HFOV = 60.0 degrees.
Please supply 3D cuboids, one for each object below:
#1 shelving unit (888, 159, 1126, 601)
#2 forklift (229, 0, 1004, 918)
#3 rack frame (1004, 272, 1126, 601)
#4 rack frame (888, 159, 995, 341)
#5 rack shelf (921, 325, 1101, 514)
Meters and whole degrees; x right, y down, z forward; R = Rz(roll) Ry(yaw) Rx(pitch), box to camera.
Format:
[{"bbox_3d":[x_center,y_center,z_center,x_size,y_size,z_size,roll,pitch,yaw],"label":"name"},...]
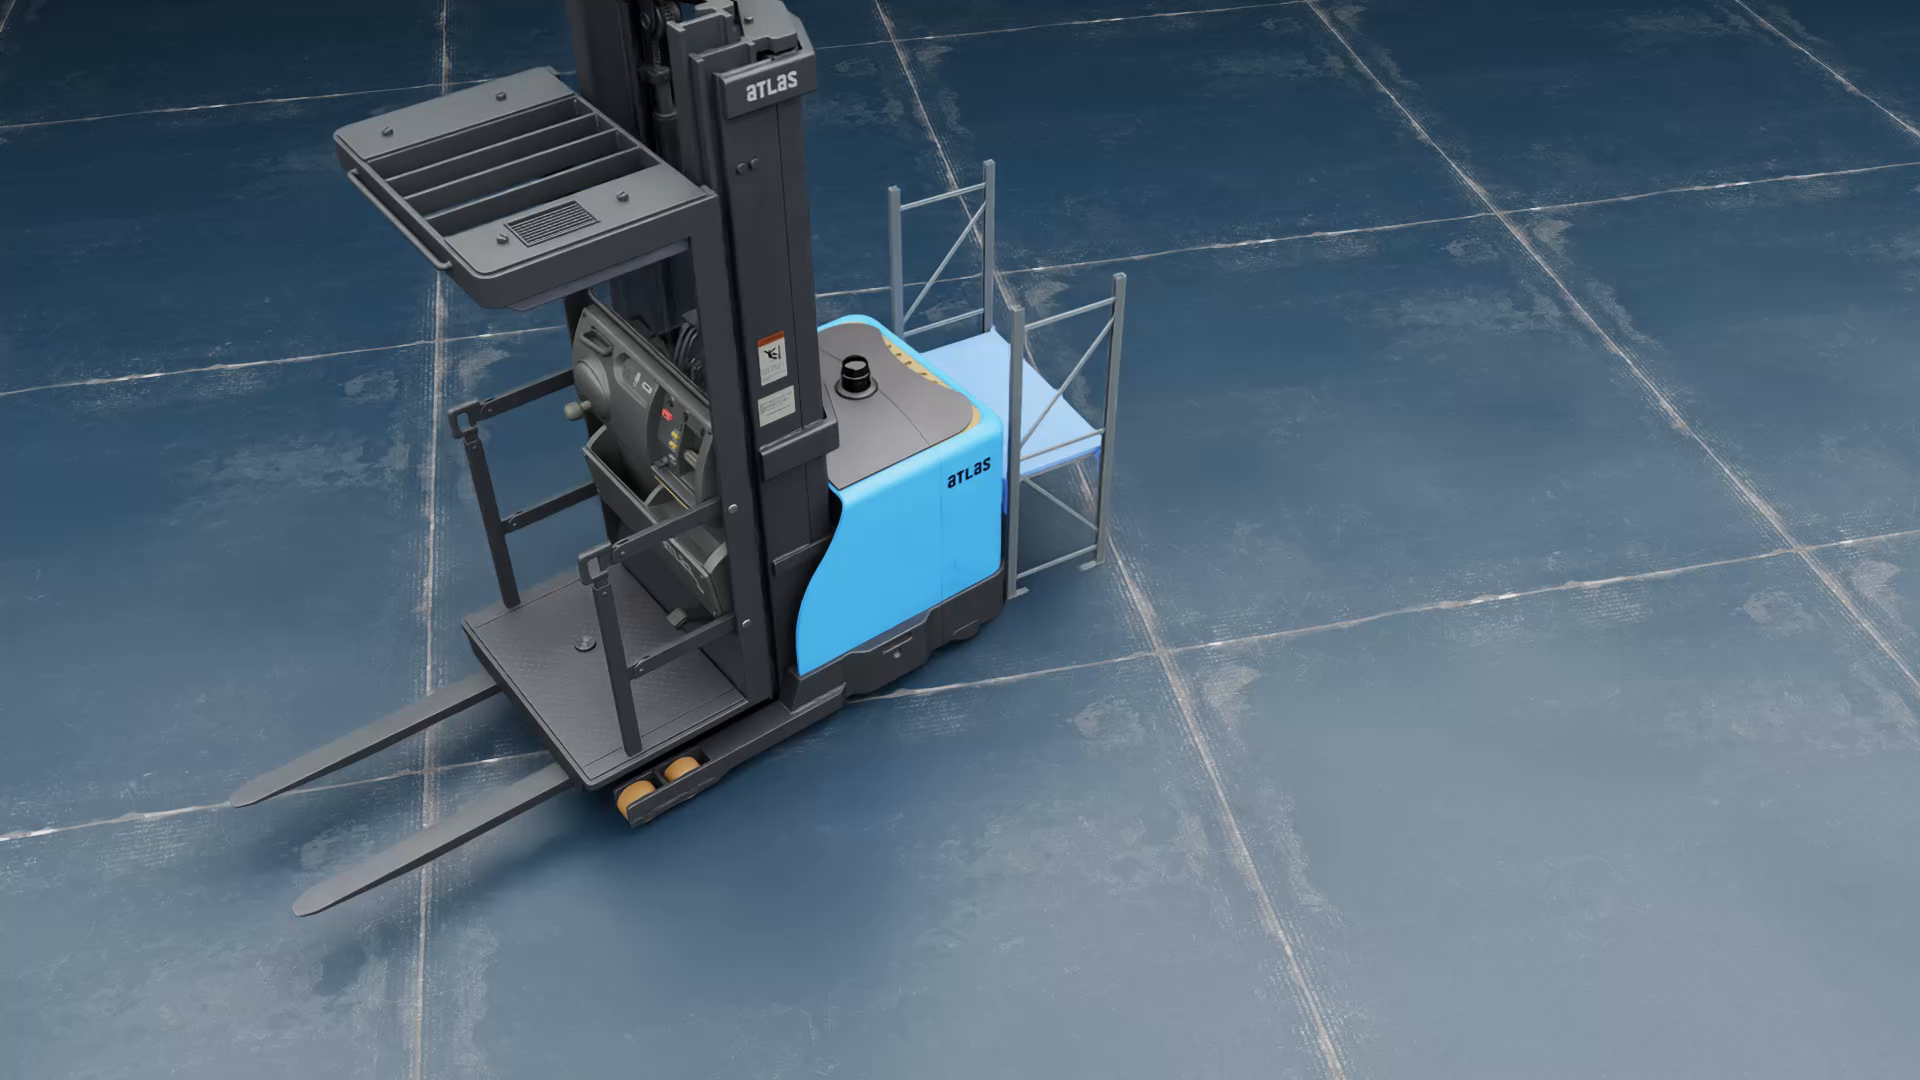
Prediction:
[{"bbox_3d":[0.171,-0.682,7.170,0.538,1.500,1.048,-20,45,-21],"label":"shelving unit"},{"bbox_3d":[-1.292,-0.418,5.795,3.031,2.935,1.130,-27,48,-27],"label":"forklift"},{"bbox_3d":[0.418,-0.387,6.838,0.500,1.500,0.032,-20,45,-21],"label":"rack frame"},{"bbox_3d":[-0.076,-0.977,7.502,0.500,1.500,0.032,-20,45,-21],"label":"rack frame"},{"bbox_3d":[0.171,-0.547,7.290,0.538,0.185,1.000,-20,45,-21],"label":"rack shelf"}]
